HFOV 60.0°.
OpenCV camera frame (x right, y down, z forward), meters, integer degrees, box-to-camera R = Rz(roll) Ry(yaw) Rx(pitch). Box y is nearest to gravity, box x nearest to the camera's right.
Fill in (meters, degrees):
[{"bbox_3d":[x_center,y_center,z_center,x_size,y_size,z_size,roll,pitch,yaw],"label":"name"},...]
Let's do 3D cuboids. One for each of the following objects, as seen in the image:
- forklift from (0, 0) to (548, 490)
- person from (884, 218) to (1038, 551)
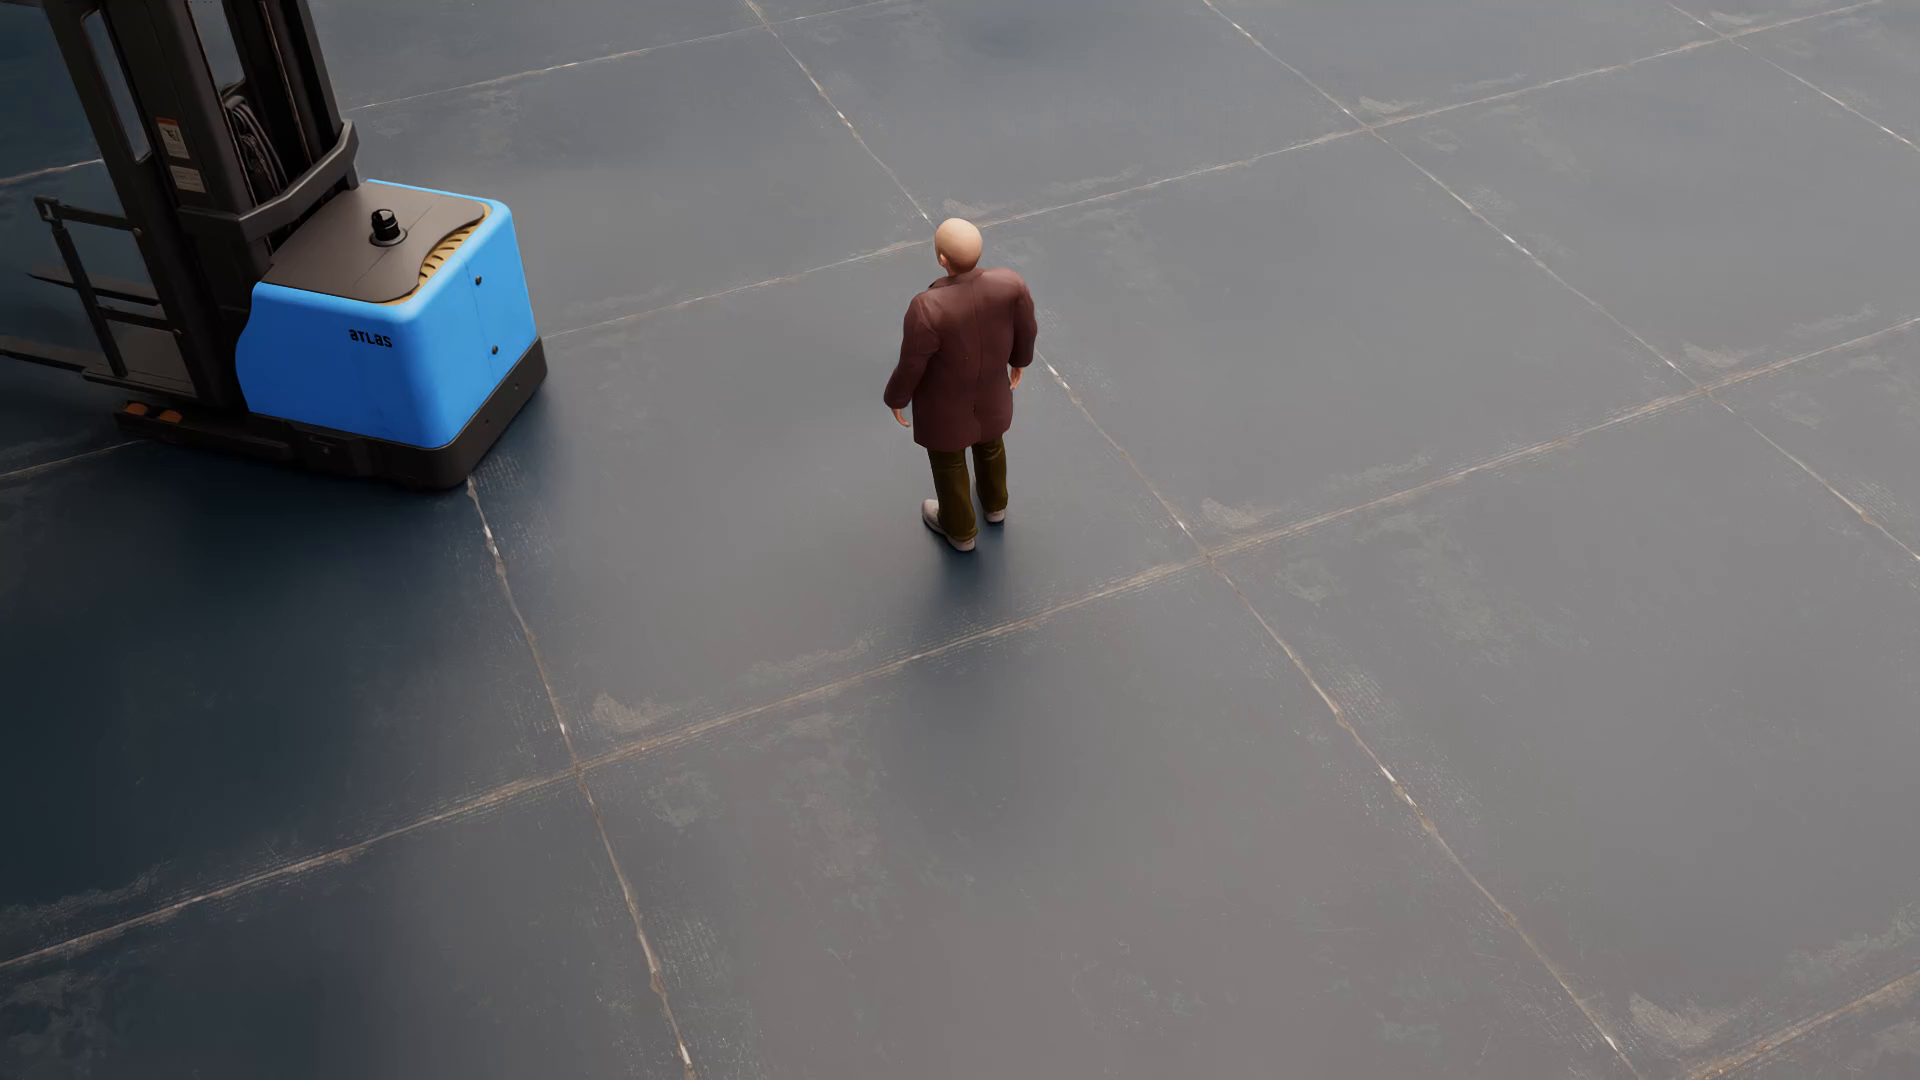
[{"bbox_3d":[-3.722,-1.889,7.705,3.031,2.935,1.130,12,44,12],"label":"forklift"},{"bbox_3d":[-0.035,-0.714,7.279,0.698,1.778,0.579,-18,46,-18],"label":"person"}]
